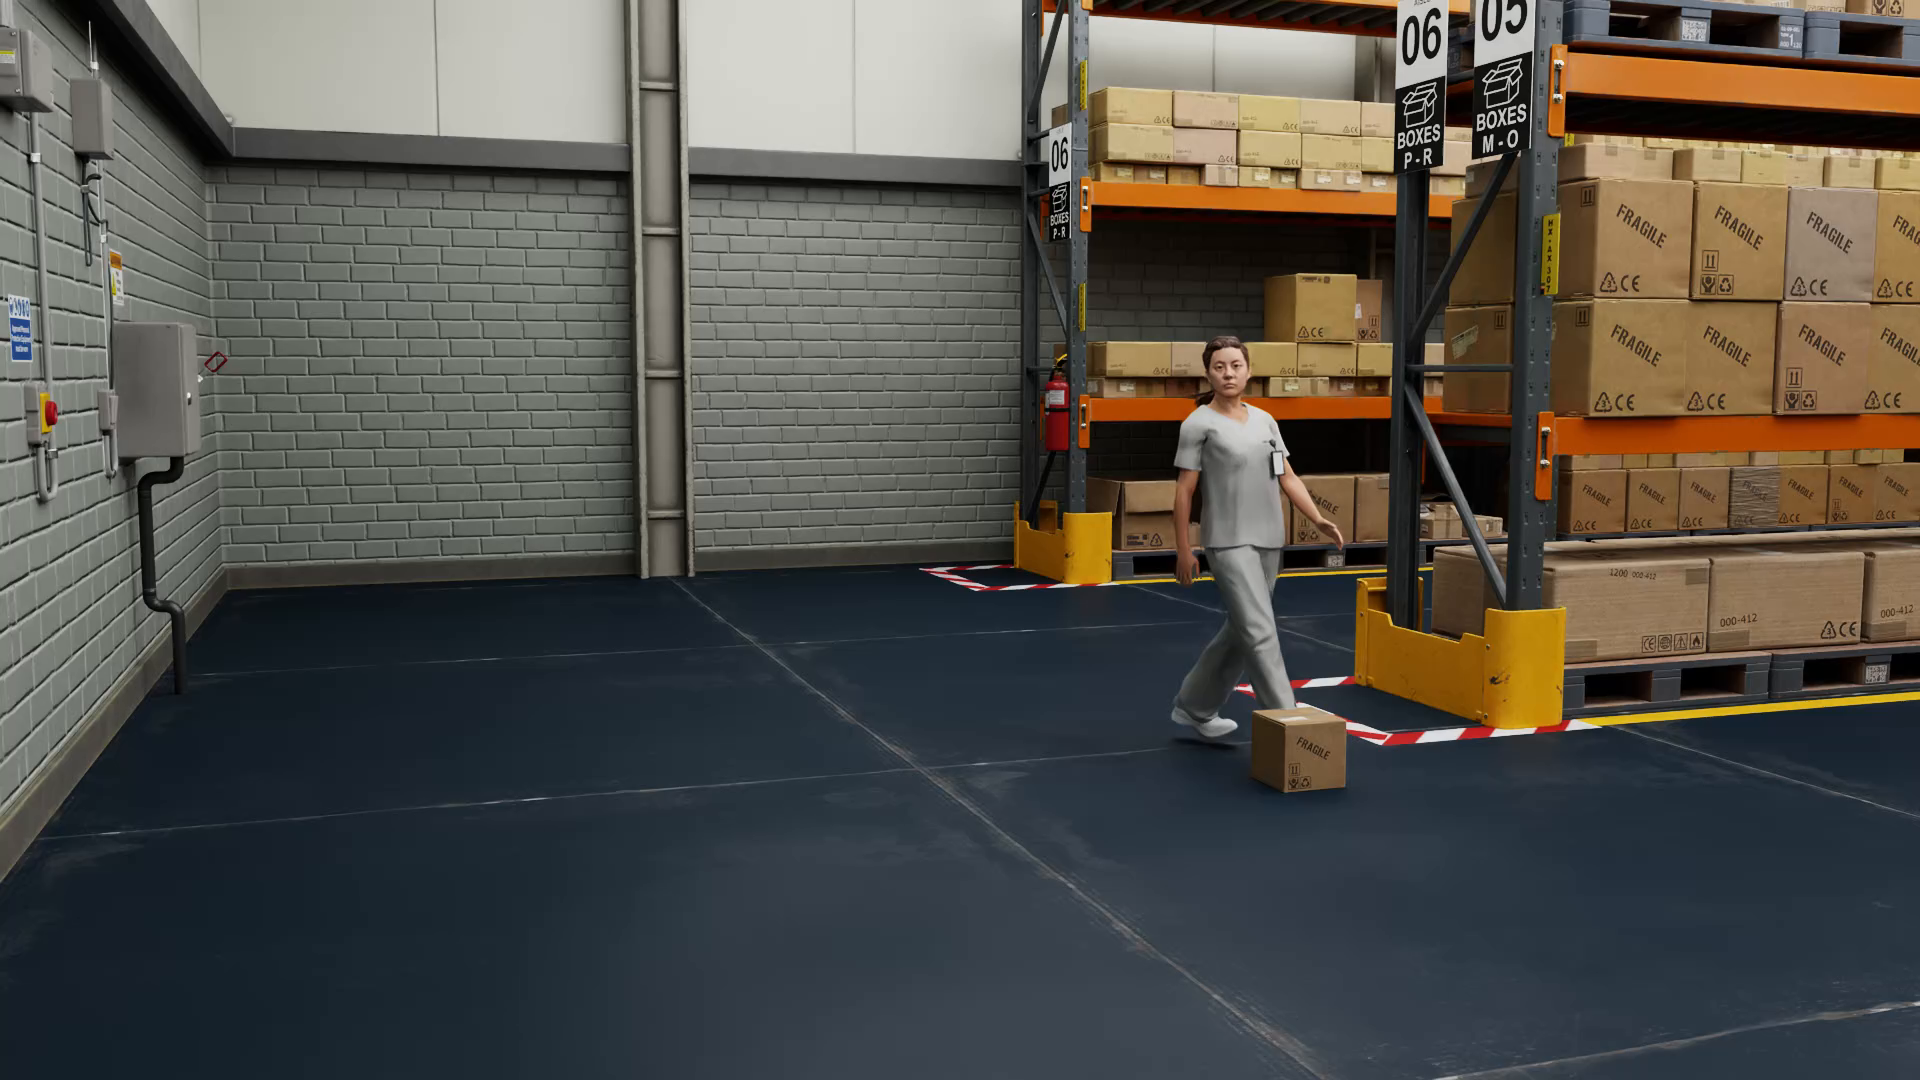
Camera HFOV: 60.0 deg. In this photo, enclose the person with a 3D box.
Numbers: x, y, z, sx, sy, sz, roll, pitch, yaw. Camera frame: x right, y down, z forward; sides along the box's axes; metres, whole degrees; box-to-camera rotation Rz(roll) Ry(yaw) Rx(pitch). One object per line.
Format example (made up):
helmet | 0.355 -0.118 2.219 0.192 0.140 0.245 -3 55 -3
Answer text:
person | 1.132 0.028 6.368 0.498 1.618 0.946 -3 7 -31
